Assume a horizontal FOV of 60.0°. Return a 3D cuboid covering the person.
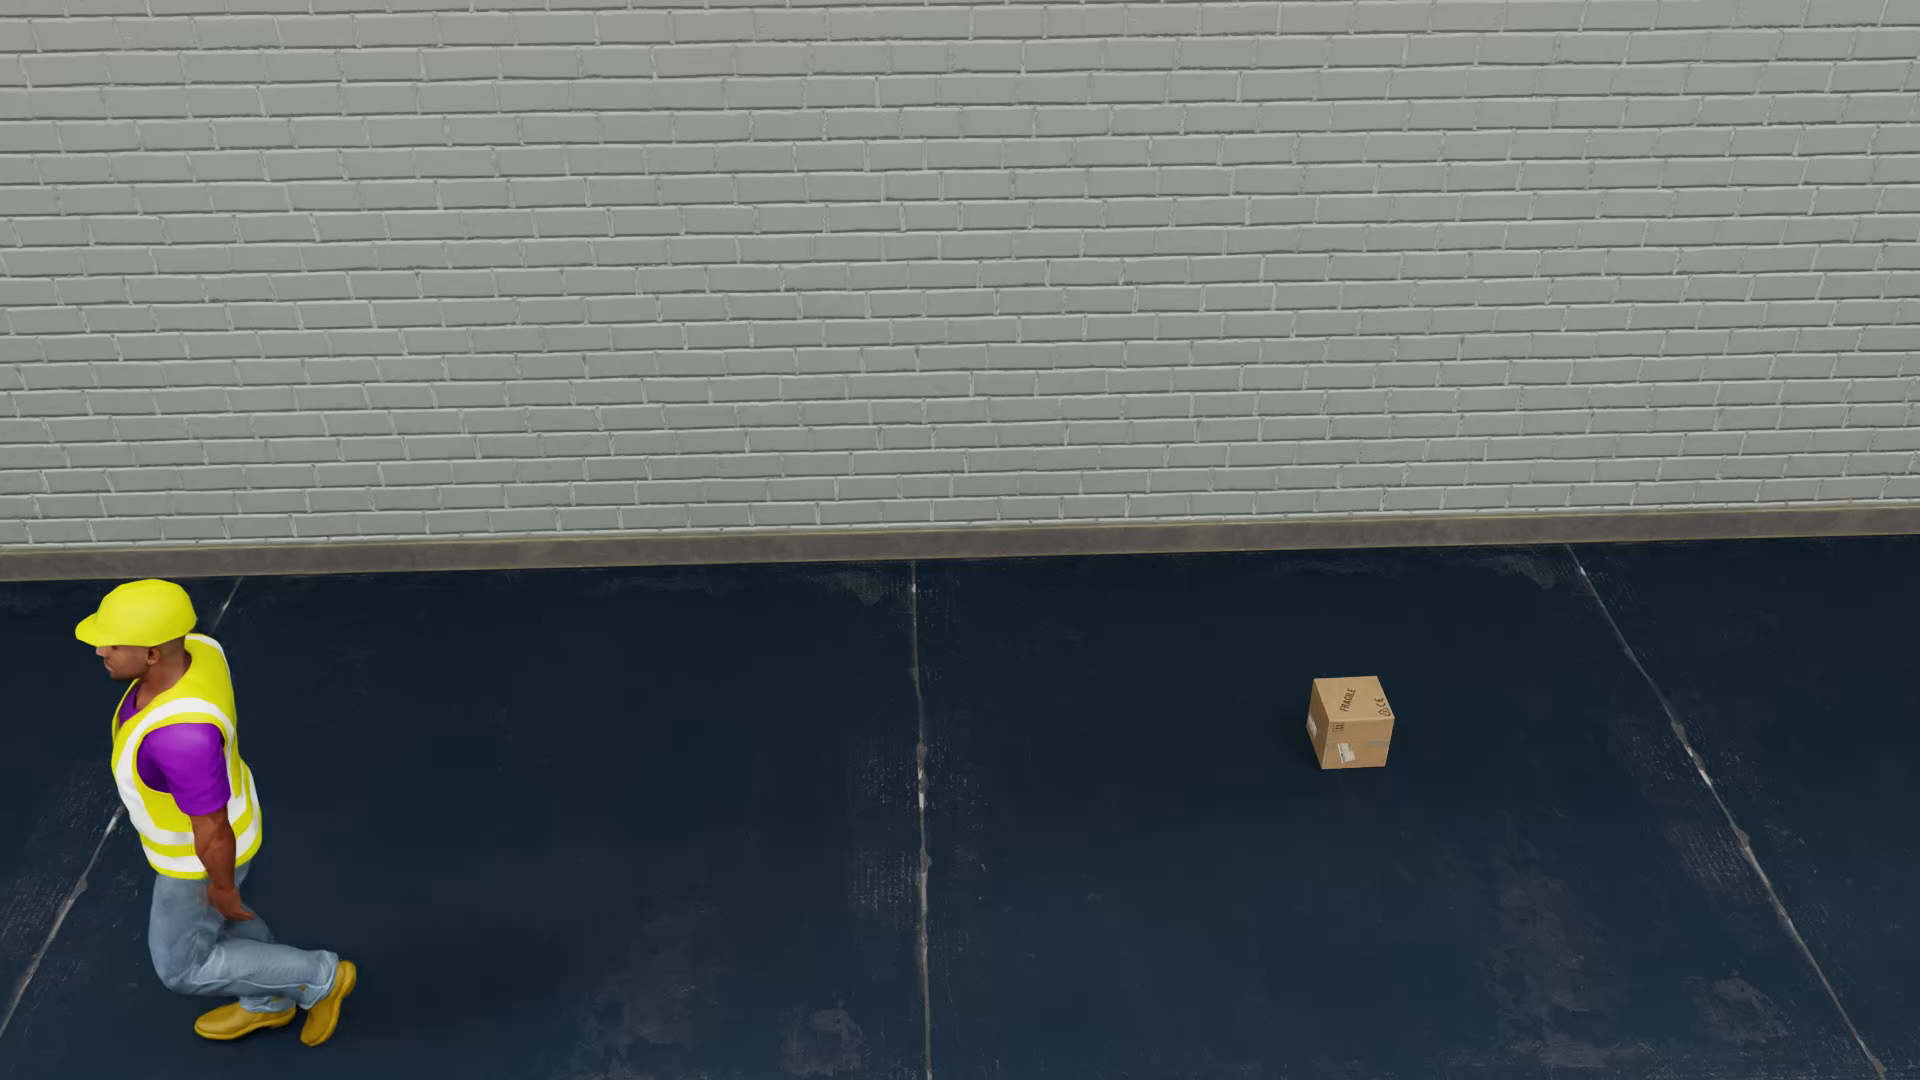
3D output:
[{"bbox_3d":[-2.181,0.852,4.869,0.530,1.754,0.570,-13,37,-17],"label":"person"}]
